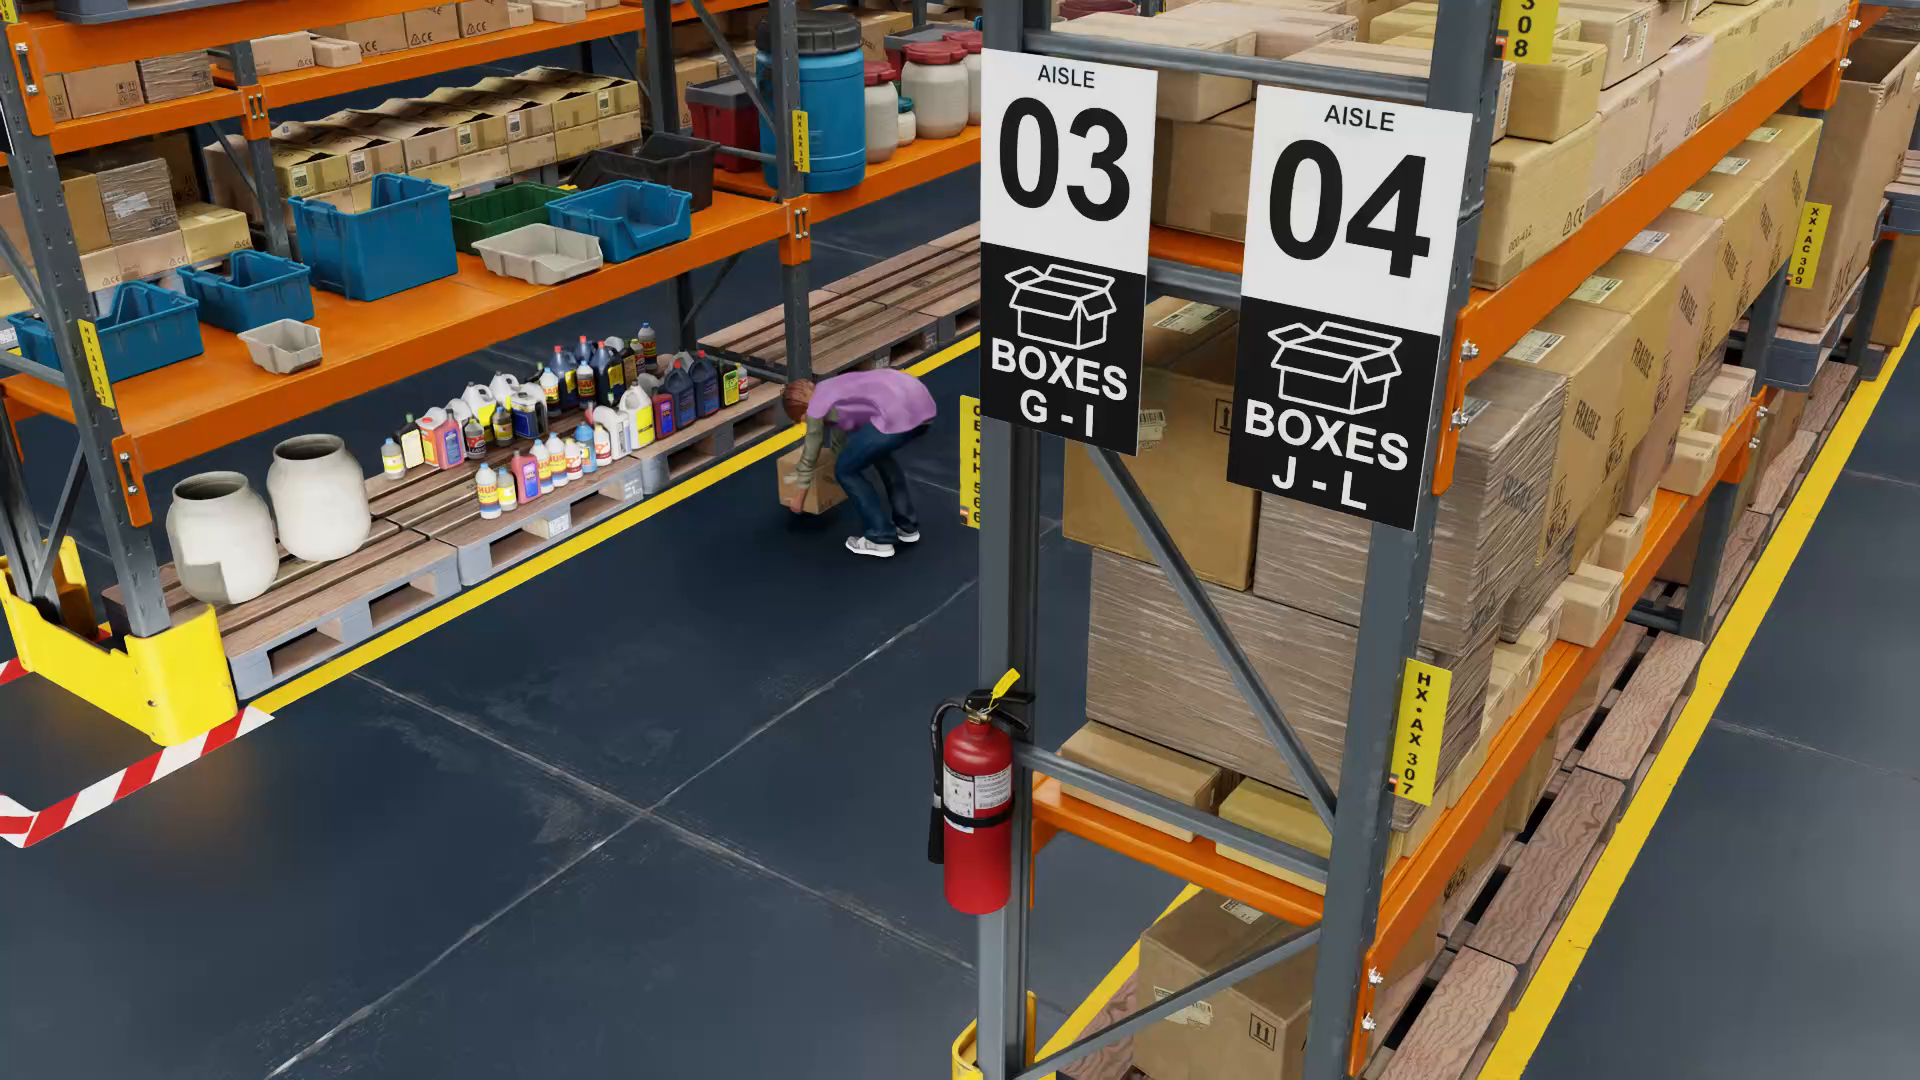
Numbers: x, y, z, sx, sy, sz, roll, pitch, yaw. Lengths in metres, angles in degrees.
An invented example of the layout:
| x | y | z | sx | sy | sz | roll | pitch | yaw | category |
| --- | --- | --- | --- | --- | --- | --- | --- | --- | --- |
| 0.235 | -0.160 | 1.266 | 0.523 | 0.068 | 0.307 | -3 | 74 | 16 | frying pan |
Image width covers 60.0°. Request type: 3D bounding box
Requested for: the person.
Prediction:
| x | y | z | sx | sy | sz | roll | pitch | yaw | category |
| --- | --- | --- | --- | --- | --- | --- | --- | --- | --- |
| -0.517 | -0.411 | 8.206 | 0.847 | 0.880 | 0.355 | 16 | 31 | 28 | person |
